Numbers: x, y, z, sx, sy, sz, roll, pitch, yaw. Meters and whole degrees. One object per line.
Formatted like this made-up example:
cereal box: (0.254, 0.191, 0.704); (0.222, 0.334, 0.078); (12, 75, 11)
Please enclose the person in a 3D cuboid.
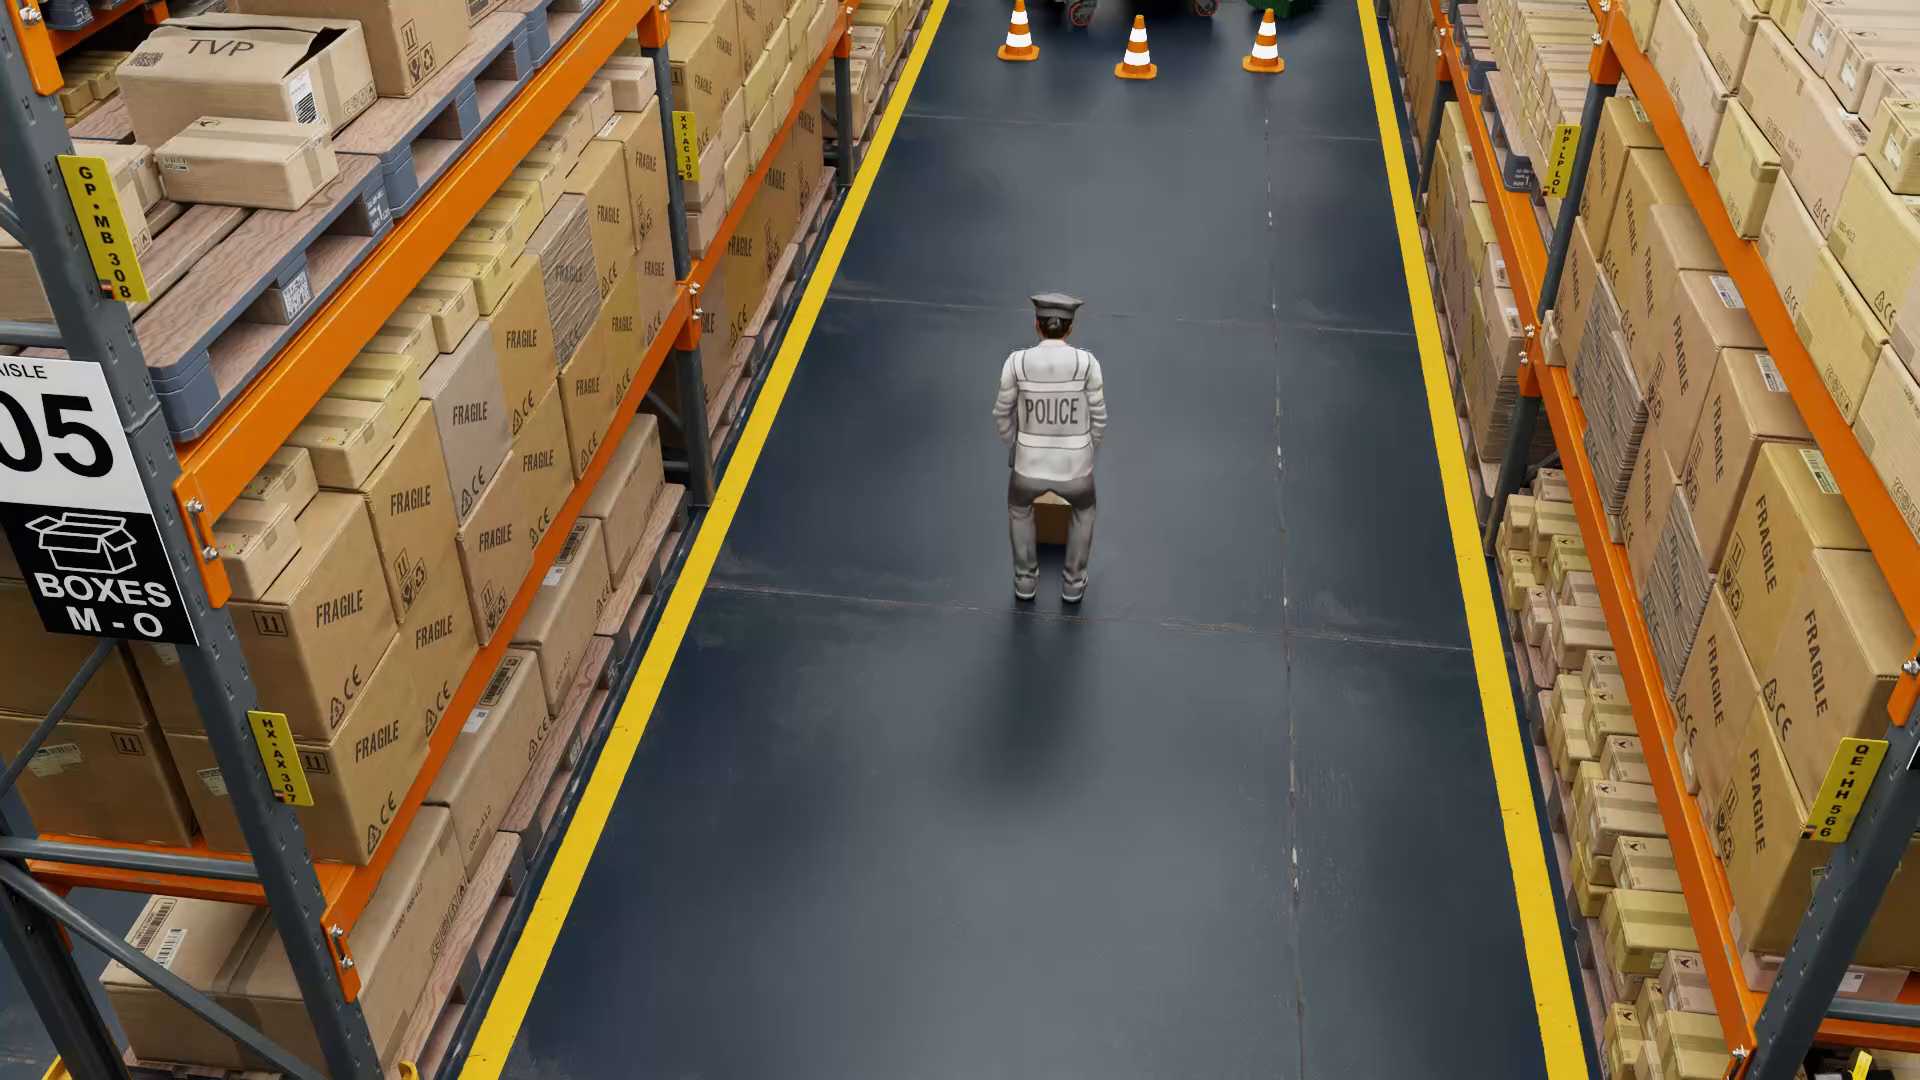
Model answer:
person: (0.409, -0.406, 7.737); (0.529, 1.501, 0.613); (5, 37, 6)
